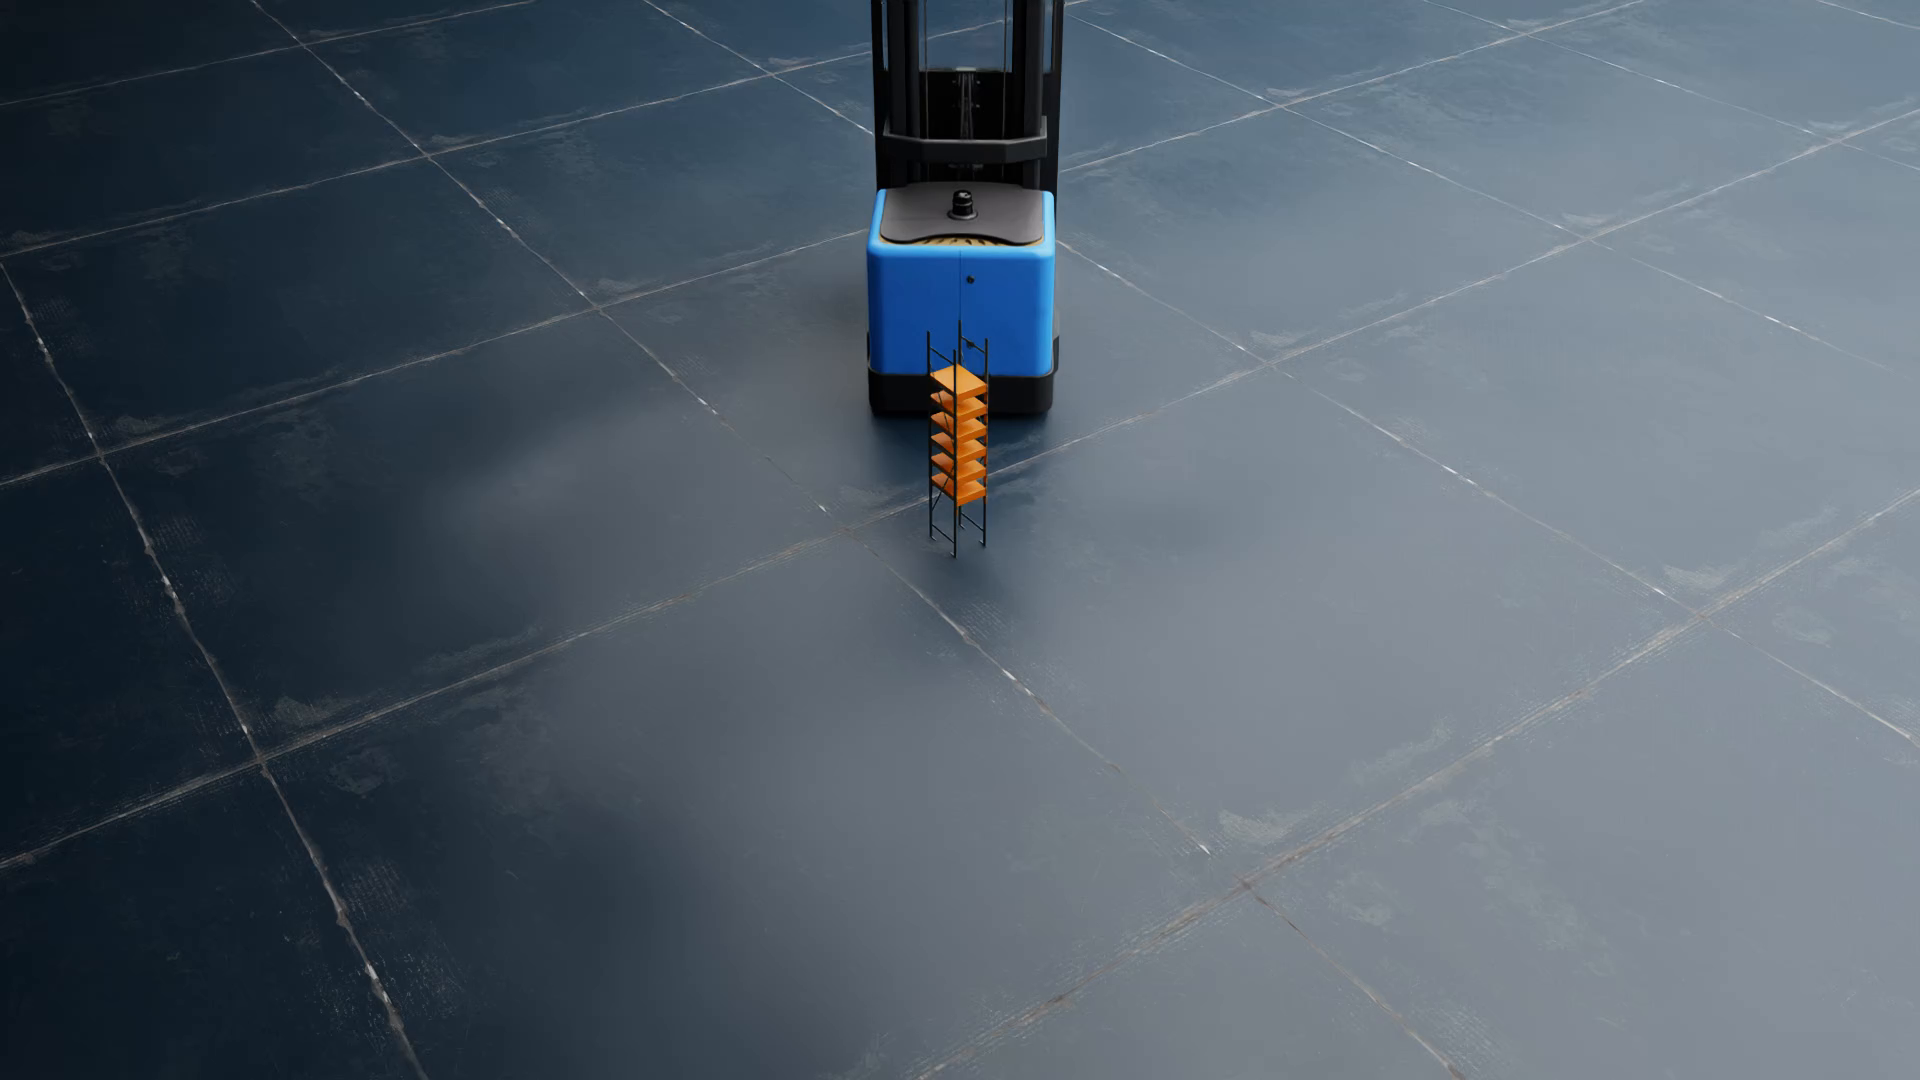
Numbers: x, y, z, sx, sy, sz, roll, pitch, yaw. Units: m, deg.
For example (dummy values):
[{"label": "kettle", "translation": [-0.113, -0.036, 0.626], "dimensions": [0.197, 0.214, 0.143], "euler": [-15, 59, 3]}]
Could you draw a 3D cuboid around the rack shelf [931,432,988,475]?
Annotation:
[{"label": "rack shelf", "translation": [-0.012, -0.446, 8.232], "dimensions": [0.180, 0.103, 0.258], "euler": [-22, 41, -28]}]

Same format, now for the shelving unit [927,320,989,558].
[{"label": "shelving unit", "translation": [-0.012, -0.482, 8.206], "dimensions": [0.189, 1.200, 0.258], "euler": [-22, 41, -28]}]

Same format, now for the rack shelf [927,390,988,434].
[{"label": "rack shelf", "translation": [-0.012, -0.641, 8.092], "dimensions": [0.180, 0.103, 0.258], "euler": [-22, 41, -28]}]

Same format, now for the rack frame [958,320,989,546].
[{"label": "rack frame", "translation": [0.063, -0.513, 8.249], "dimensions": [0.006, 1.200, 0.240], "euler": [-22, 41, -28]}]

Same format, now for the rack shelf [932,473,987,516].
[{"label": "rack shelf", "translation": [-0.012, -0.251, 8.372], "dimensions": [0.180, 0.103, 0.258], "euler": [-22, 41, -28]}]

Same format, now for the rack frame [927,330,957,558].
[{"label": "rack frame", "translation": [-0.087, -0.451, 8.163], "dimensions": [0.006, 1.200, 0.240], "euler": [-22, 41, -28]}]

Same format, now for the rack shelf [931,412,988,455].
[{"label": "rack shelf", "translation": [-0.012, -0.544, 8.162], "dimensions": [0.180, 0.103, 0.258], "euler": [-22, 41, -28]}]

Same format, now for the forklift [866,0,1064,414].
[{"label": "forklift", "translation": [0.050, -2.740, 9.863], "dimensions": [1.130, 2.935, 3.031], "euler": [1, 36, 2]}]

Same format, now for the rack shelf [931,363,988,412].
[{"label": "rack shelf", "translation": [-0.012, -0.738, 8.022], "dimensions": [0.180, 0.103, 0.258], "euler": [-22, 41, -28]}]

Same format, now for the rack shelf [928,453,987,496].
[{"label": "rack shelf", "translation": [-0.012, -0.349, 8.302], "dimensions": [0.180, 0.103, 0.258], "euler": [-22, 41, -28]}]
